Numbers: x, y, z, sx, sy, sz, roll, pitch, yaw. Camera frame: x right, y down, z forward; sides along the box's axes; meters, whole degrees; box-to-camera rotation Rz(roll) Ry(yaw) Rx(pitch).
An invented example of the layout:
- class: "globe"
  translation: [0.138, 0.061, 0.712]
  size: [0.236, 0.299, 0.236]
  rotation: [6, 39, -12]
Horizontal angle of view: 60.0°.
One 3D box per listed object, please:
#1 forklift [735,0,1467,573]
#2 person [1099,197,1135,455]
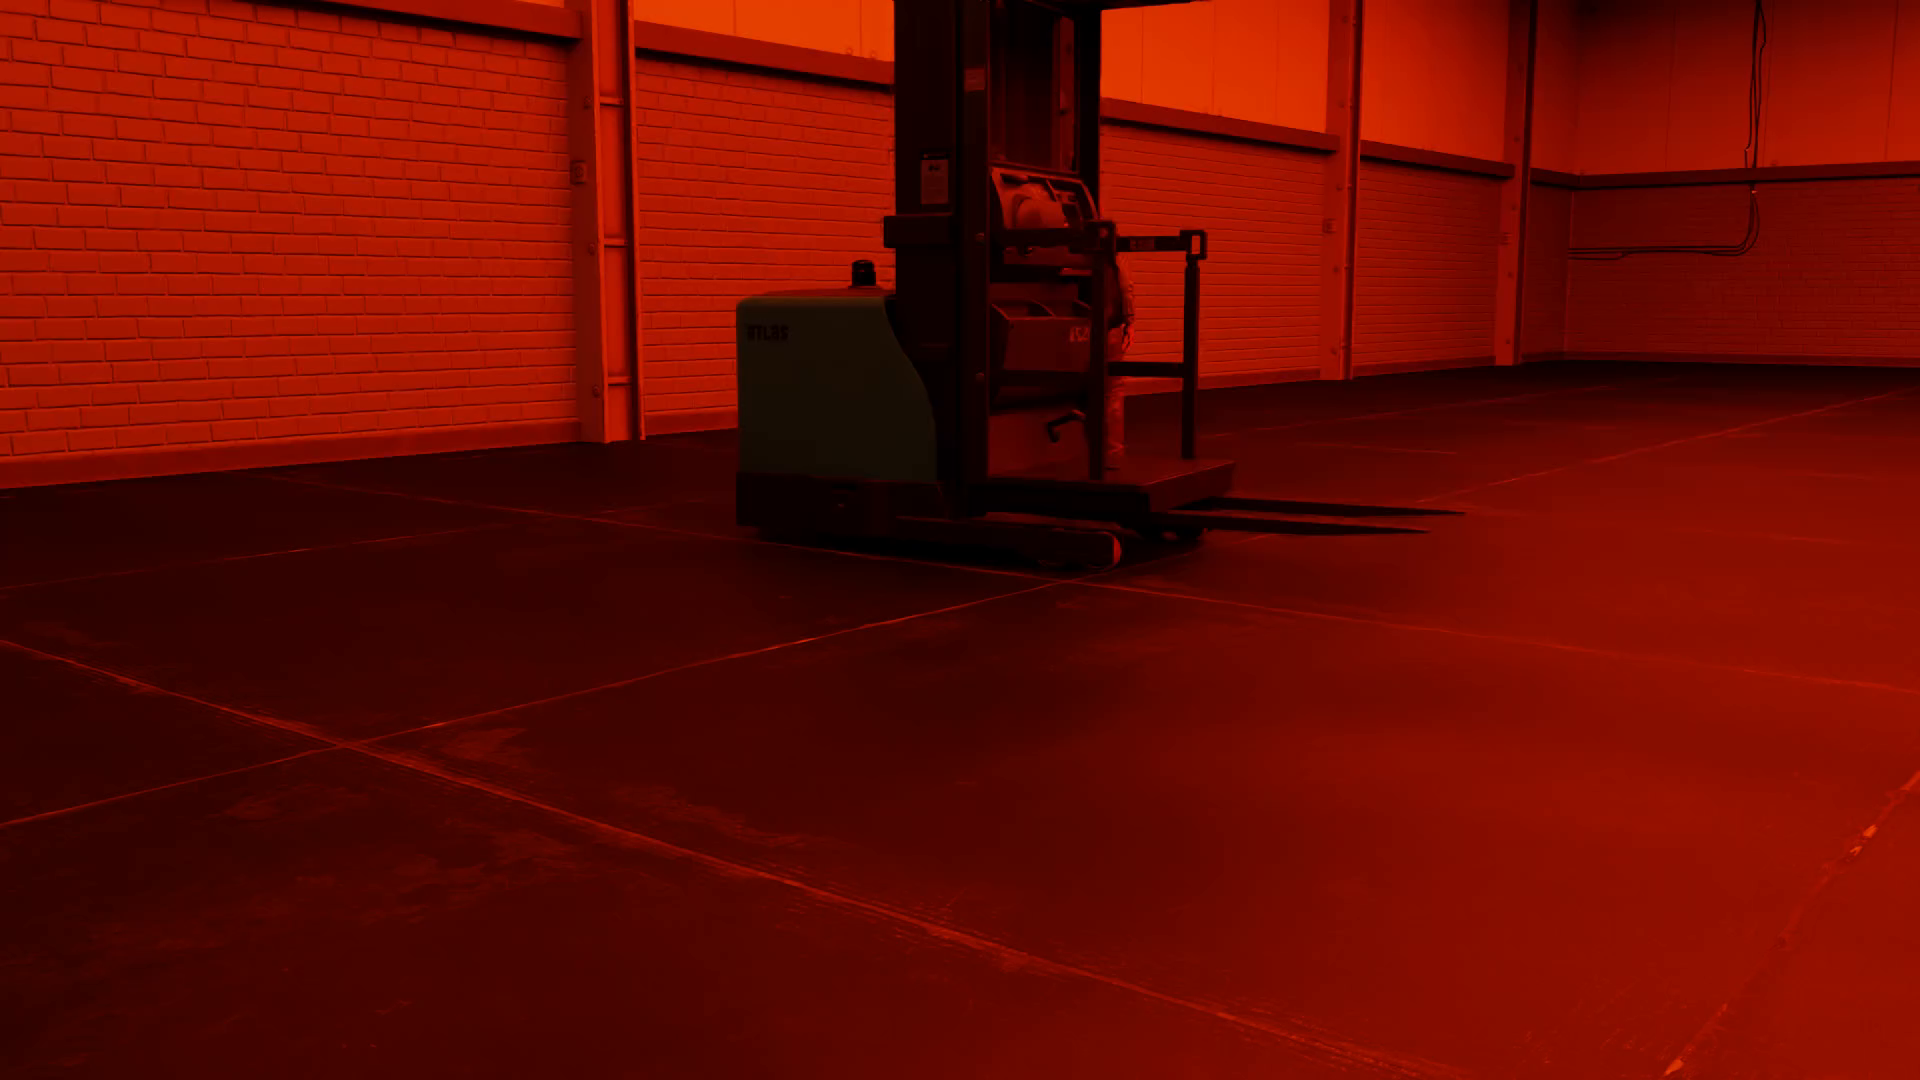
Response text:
- class: "forklift"
  translation: [0.543, -1.409, 6.910]
  size: [3.031, 2.935, 1.130]
  rotation: [5, 9, 28]
- class: "person"
  translation: [0.804, -1.307, 10.401]
  size: [0.579, 1.719, 0.424]
  rotation: [2, 9, 14]
